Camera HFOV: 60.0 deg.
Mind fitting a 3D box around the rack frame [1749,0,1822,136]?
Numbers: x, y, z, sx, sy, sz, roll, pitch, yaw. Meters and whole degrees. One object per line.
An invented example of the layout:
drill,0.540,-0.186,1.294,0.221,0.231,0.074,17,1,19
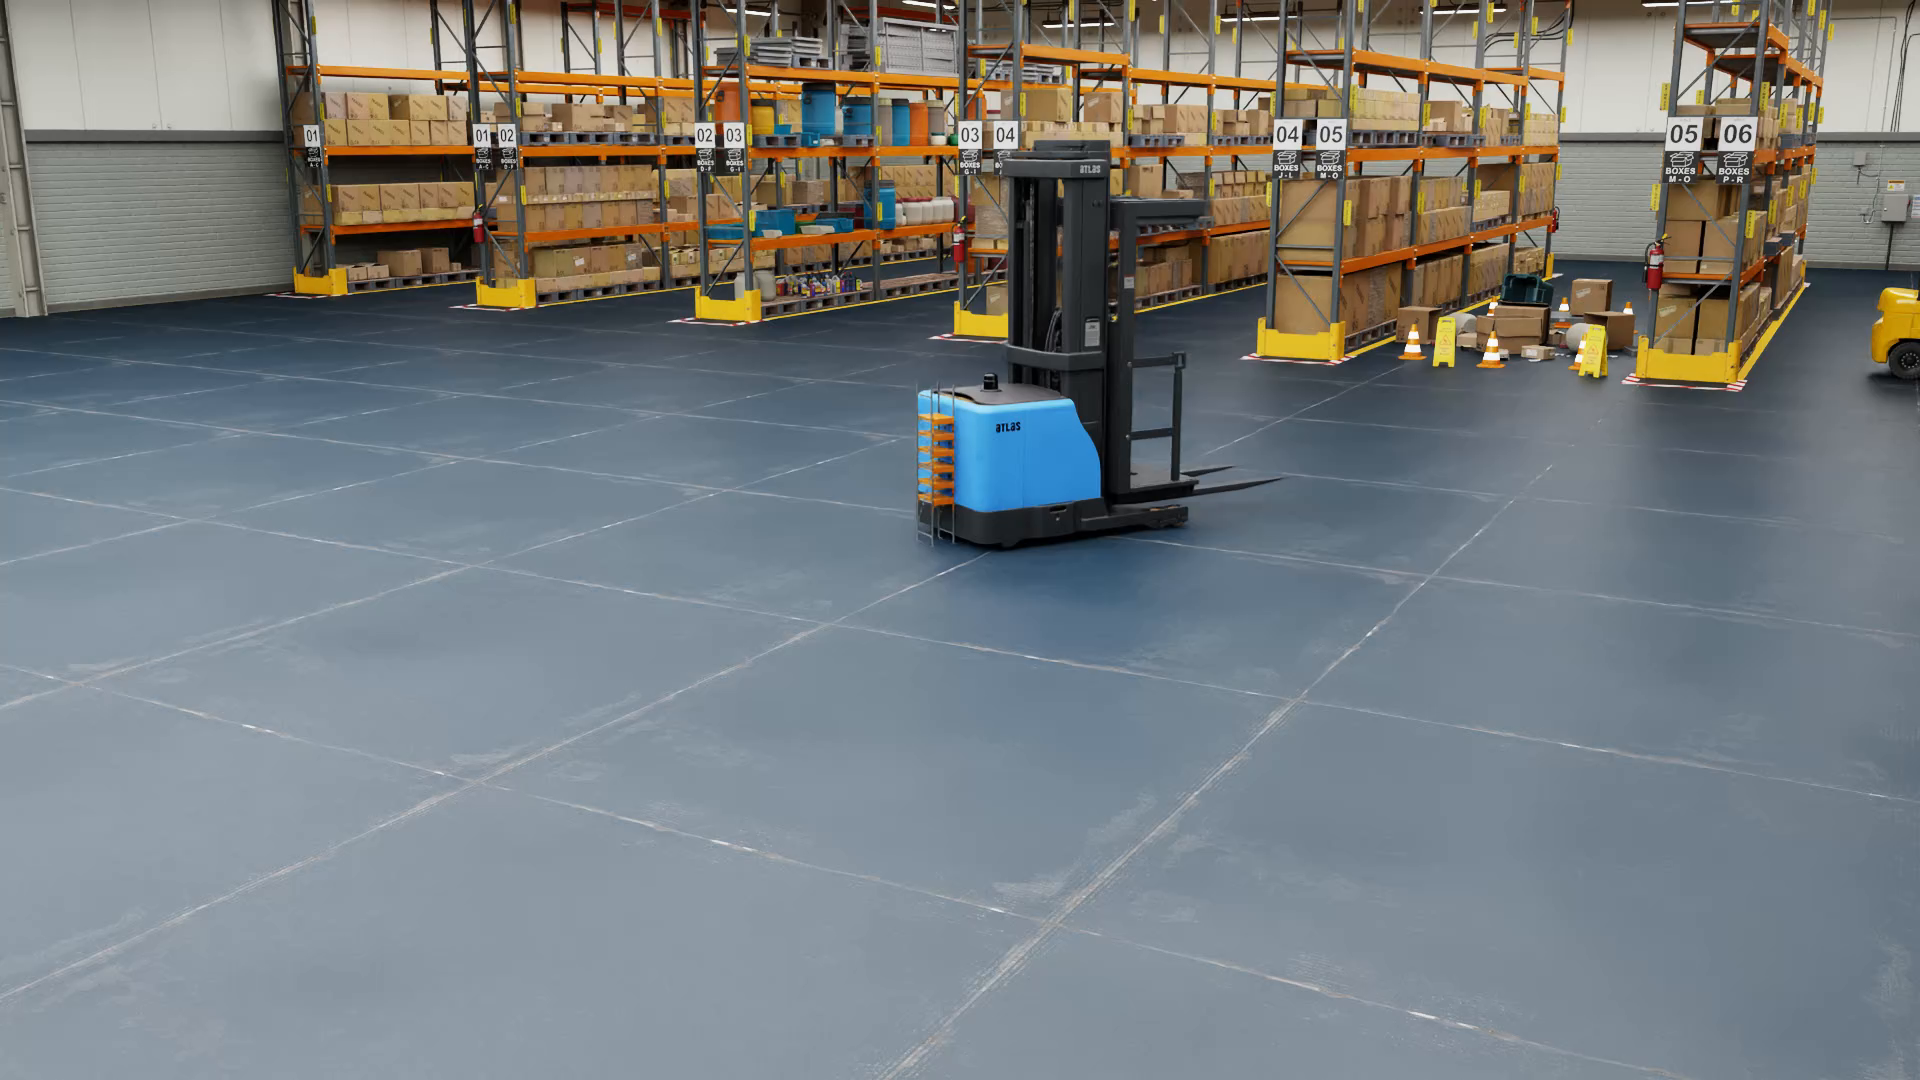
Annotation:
rack frame,14.922,-8.856,30.068,1.000,3.000,0.127,7,15,28

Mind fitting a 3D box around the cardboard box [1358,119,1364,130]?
cardboard box,5.308,-5.693,22.775,0.380,0.149,0.250,8,15,29

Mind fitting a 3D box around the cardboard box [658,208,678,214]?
cardboard box,-6.027,-6.680,34.129,0.396,0.266,0.258,7,15,27

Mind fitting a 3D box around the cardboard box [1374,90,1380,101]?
cardboard box,5.671,-6.235,23.322,0.380,0.149,0.250,7,15,27

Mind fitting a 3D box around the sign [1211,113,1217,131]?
sign,4.787,-7.890,31.355,0.100,0.325,0.005,7,15,28

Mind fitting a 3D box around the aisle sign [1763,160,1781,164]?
aisle sign,16.636,-8.072,34.068,0.394,0.787,0.004,7,15,28

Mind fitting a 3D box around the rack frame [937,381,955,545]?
rack frame,-0.103,-0.570,12.337,0.006,1.200,0.240,-8,16,-30

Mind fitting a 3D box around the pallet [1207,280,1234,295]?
pallet,4.760,-5.039,32.987,1.003,0.211,1.213,7,15,28

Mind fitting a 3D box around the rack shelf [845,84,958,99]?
rack shelf,-1.457,-11.161,41.171,1.077,0.370,4.000,7,15,28

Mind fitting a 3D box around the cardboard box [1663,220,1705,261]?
cardboard box,9.142,-3.814,21.104,0.500,0.500,0.500,7,15,27

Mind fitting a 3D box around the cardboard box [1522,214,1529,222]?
cardboard box,11.422,-6.600,34.047,0.380,0.149,0.250,8,16,29

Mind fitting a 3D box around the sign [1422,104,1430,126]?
sign,7.159,-6.524,25.522,0.100,0.325,0.005,7,15,28

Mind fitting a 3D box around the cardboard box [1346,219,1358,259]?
cardboard box,5.125,-4.287,23.597,0.875,0.550,0.550,7,15,28

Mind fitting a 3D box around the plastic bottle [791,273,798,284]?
plastic bottle,-3.007,-4.664,30.193,0.144,0.351,0.185,7,15,28

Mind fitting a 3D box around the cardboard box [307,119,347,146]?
cardboard box,-12.182,-7.841,32.001,0.500,0.500,0.500,8,16,30

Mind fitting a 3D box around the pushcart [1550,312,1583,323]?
pushcart,9.034,-3.272,25.299,1.648,0.377,0.936,2,14,9

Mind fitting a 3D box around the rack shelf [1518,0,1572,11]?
rack shelf,11.506,-11.073,33.705,1.077,0.370,4.000,7,15,28

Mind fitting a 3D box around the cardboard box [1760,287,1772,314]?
cardboard box,12.706,-3.931,27.150,0.950,0.372,0.625,6,15,24

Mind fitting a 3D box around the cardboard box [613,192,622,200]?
cardboard box,-6.728,-6.620,31.994,0.380,0.149,0.250,7,15,28

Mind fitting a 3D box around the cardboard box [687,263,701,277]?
cardboard box,-5.631,-5.571,34.213,0.500,0.250,0.500,8,16,29

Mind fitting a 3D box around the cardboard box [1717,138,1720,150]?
cardboard box,9.614,-4.909,20.632,0.380,0.149,0.250,7,15,26

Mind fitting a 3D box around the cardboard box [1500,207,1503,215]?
cardboard box,10.274,-6.354,32.128,0.380,0.149,0.250,7,15,28

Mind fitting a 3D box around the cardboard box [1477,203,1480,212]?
cardboard box,9.271,-6.073,30.330,0.380,0.149,0.250,7,15,26

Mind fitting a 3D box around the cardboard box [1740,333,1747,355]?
cardboard box,10.006,-2.583,21.819,0.500,0.250,0.500,8,16,30

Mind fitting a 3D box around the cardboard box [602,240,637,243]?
cardboard box,-6.789,-5.717,33.217,0.500,0.500,0.500,7,15,28

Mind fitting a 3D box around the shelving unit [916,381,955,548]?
shelving unit,-0.182,-0.559,12.291,0.189,1.200,0.258,-8,16,-30

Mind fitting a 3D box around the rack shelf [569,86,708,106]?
rack shelf,-7.728,-10.708,40.138,1.077,0.370,4.000,7,15,28

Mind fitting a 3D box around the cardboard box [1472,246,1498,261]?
cardboard box,9.898,-5.438,31.527,0.500,0.250,0.500,7,15,26

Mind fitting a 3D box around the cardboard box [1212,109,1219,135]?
cardboard box,4.545,-8.088,32.164,0.797,0.503,0.637,8,16,31

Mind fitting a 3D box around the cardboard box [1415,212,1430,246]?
cardboard box,7.162,-4.965,26.513,0.500,0.500,0.500,8,15,29

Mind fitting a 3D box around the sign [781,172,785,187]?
sign,-3.870,-7.866,36.289,0.100,0.325,0.005,7,15,28

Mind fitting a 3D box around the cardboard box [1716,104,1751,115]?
cardboard box,9.471,-5.251,20.350,0.380,0.149,0.250,7,15,28

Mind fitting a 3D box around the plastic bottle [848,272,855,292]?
plastic bottle,-2.016,-4.744,30.523,0.144,0.351,0.185,7,15,27

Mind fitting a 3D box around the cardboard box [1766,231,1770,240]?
cardboard box,11.598,-4.458,24.265,0.380,0.149,0.250,8,16,29

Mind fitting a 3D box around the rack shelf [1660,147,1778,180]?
rack shelf,10.087,-4.997,21.994,1.077,0.370,4.000,7,15,28

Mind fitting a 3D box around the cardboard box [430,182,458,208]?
cardboard box,-10.823,-7.171,34.556,0.500,0.500,0.500,7,15,28

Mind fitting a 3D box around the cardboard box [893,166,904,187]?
cardboard box,-1.700,-8.891,40.666,0.500,0.500,0.500,7,15,26

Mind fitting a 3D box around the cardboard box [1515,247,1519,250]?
cardboard box,11.895,-6.269,36.053,0.380,0.149,0.250,8,16,29

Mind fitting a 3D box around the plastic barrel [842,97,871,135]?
plastic barrel,-1.901,-7.813,31.072,0.600,0.901,0.708,7,15,28

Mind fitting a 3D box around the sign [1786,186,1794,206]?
sign,13.468,-5.584,26.994,0.100,0.325,0.005,7,15,28

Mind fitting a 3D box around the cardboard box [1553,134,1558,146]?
cardboard box,12.485,-8.563,35.570,0.500,0.250,0.500,7,15,27

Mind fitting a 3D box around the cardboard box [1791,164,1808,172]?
cardboard box,16.547,-7.350,32.889,0.380,0.149,0.250,8,16,29

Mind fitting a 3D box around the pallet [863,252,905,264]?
pallet,-2.091,-6.971,40.998,1.003,0.211,1.213,7,15,28

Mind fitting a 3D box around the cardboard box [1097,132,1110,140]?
cardboard box,2.126,-6.577,27.336,0.500,0.250,0.500,8,16,29

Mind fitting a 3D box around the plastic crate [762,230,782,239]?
plastic crate,-3.176,-5.181,28.185,0.298,0.136,0.250,7,15,28

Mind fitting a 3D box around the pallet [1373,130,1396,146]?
pallet,5.677,-5.838,24.137,1.003,0.211,1.213,7,15,28

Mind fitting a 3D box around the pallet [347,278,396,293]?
pallet,-12.102,-5.107,33.266,1.003,0.211,1.213,7,15,28

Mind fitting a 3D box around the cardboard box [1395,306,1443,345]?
cardboard box,6.820,-3.190,24.693,0.500,0.500,0.500,11,17,38

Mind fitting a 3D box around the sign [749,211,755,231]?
sign,-3.411,-5.233,27.249,0.100,0.325,0.005,7,15,28

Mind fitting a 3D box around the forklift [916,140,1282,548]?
forklift,1.187,-1.601,12.922,3.031,2.935,1.130,-8,16,-30

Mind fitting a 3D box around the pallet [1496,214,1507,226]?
pallet,10.043,-6.246,32.452,1.003,0.211,1.213,7,15,28

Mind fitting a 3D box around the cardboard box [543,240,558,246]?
cardboard box,-9.564,-6.573,37.792,0.700,0.500,0.500,7,15,28

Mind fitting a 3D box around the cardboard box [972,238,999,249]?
cardboard box,0.403,-4.560,25.585,0.380,0.149,0.250,7,15,28

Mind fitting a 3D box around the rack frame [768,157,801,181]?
rack frame,-4.828,-9.567,45.816,1.000,3.000,0.127,7,15,28

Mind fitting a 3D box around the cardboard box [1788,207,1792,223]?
cardboard box,13.952,-5.572,28.499,0.500,0.250,0.500,7,15,28
